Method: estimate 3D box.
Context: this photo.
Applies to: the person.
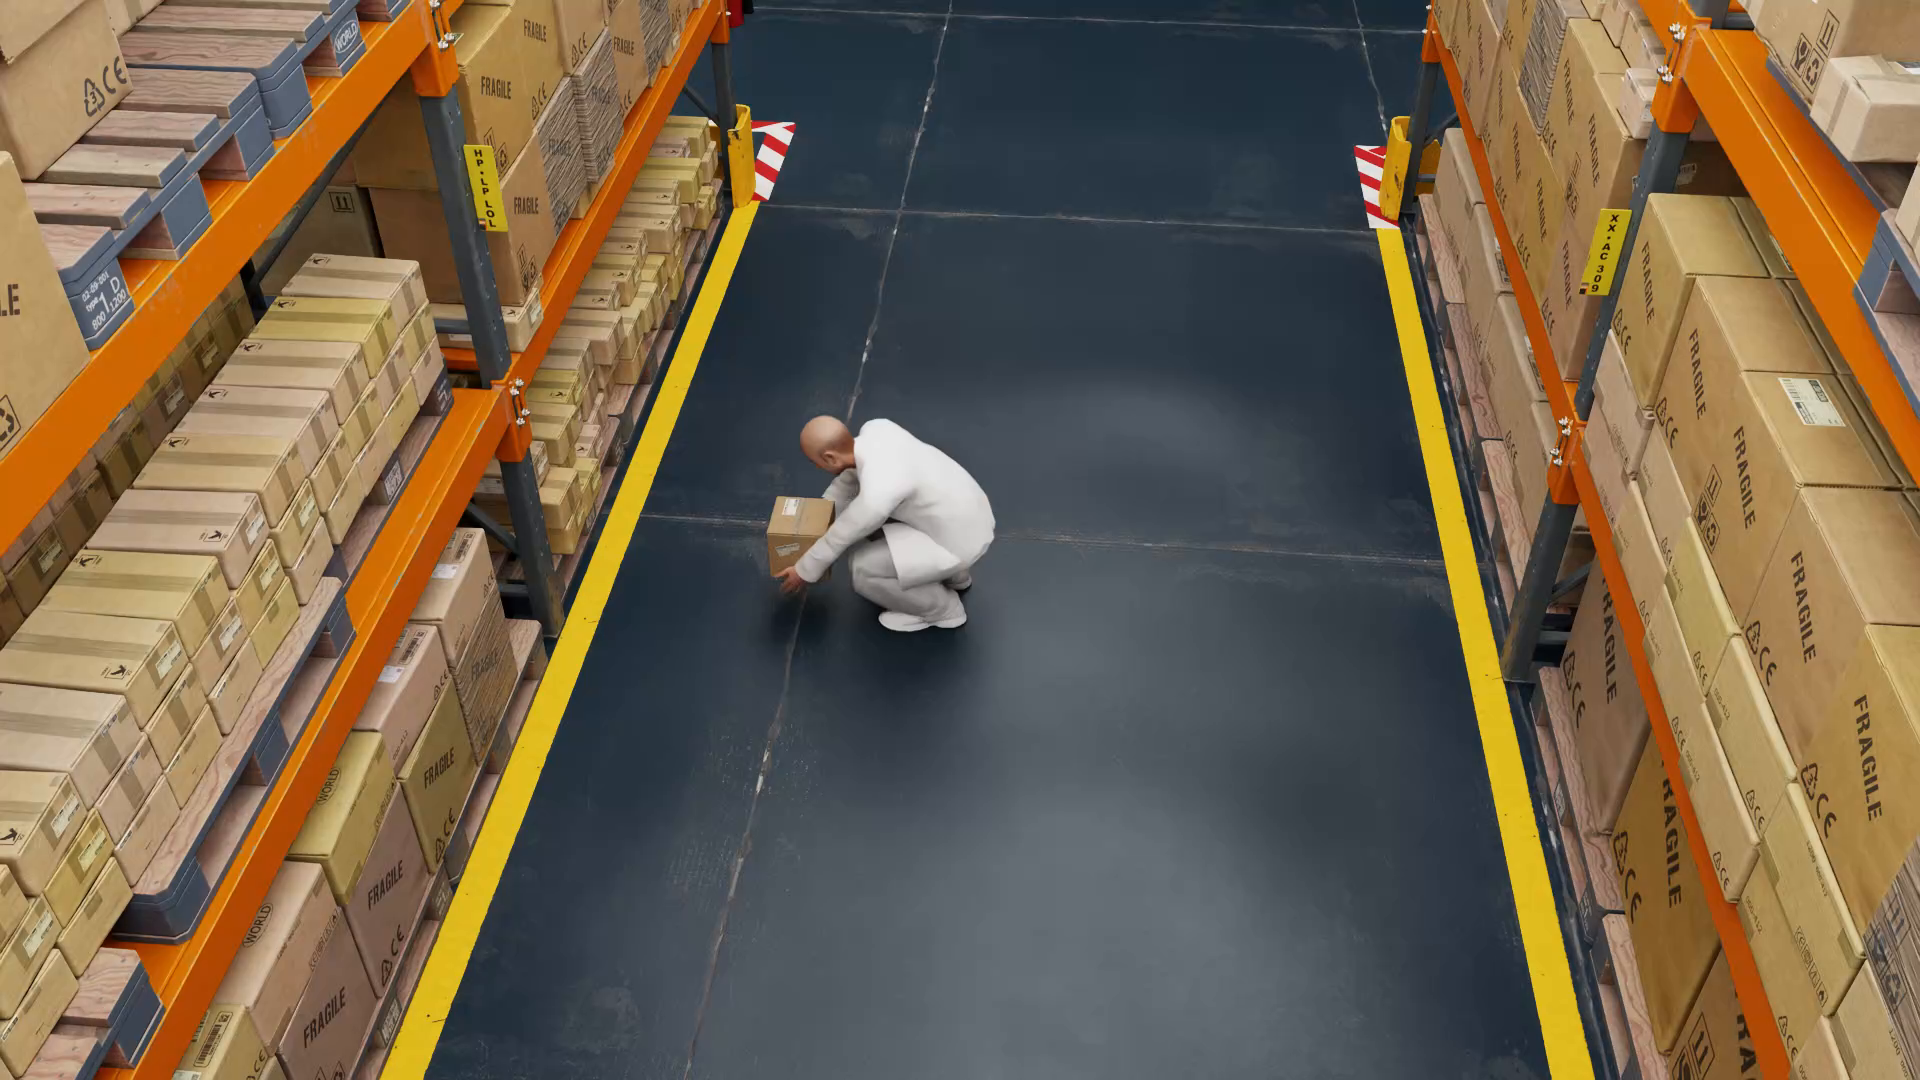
[{"bbox_3d":[-0.314,-0.113,6.933,0.922,0.985,0.589,3,40,3],"label":"person"}]
